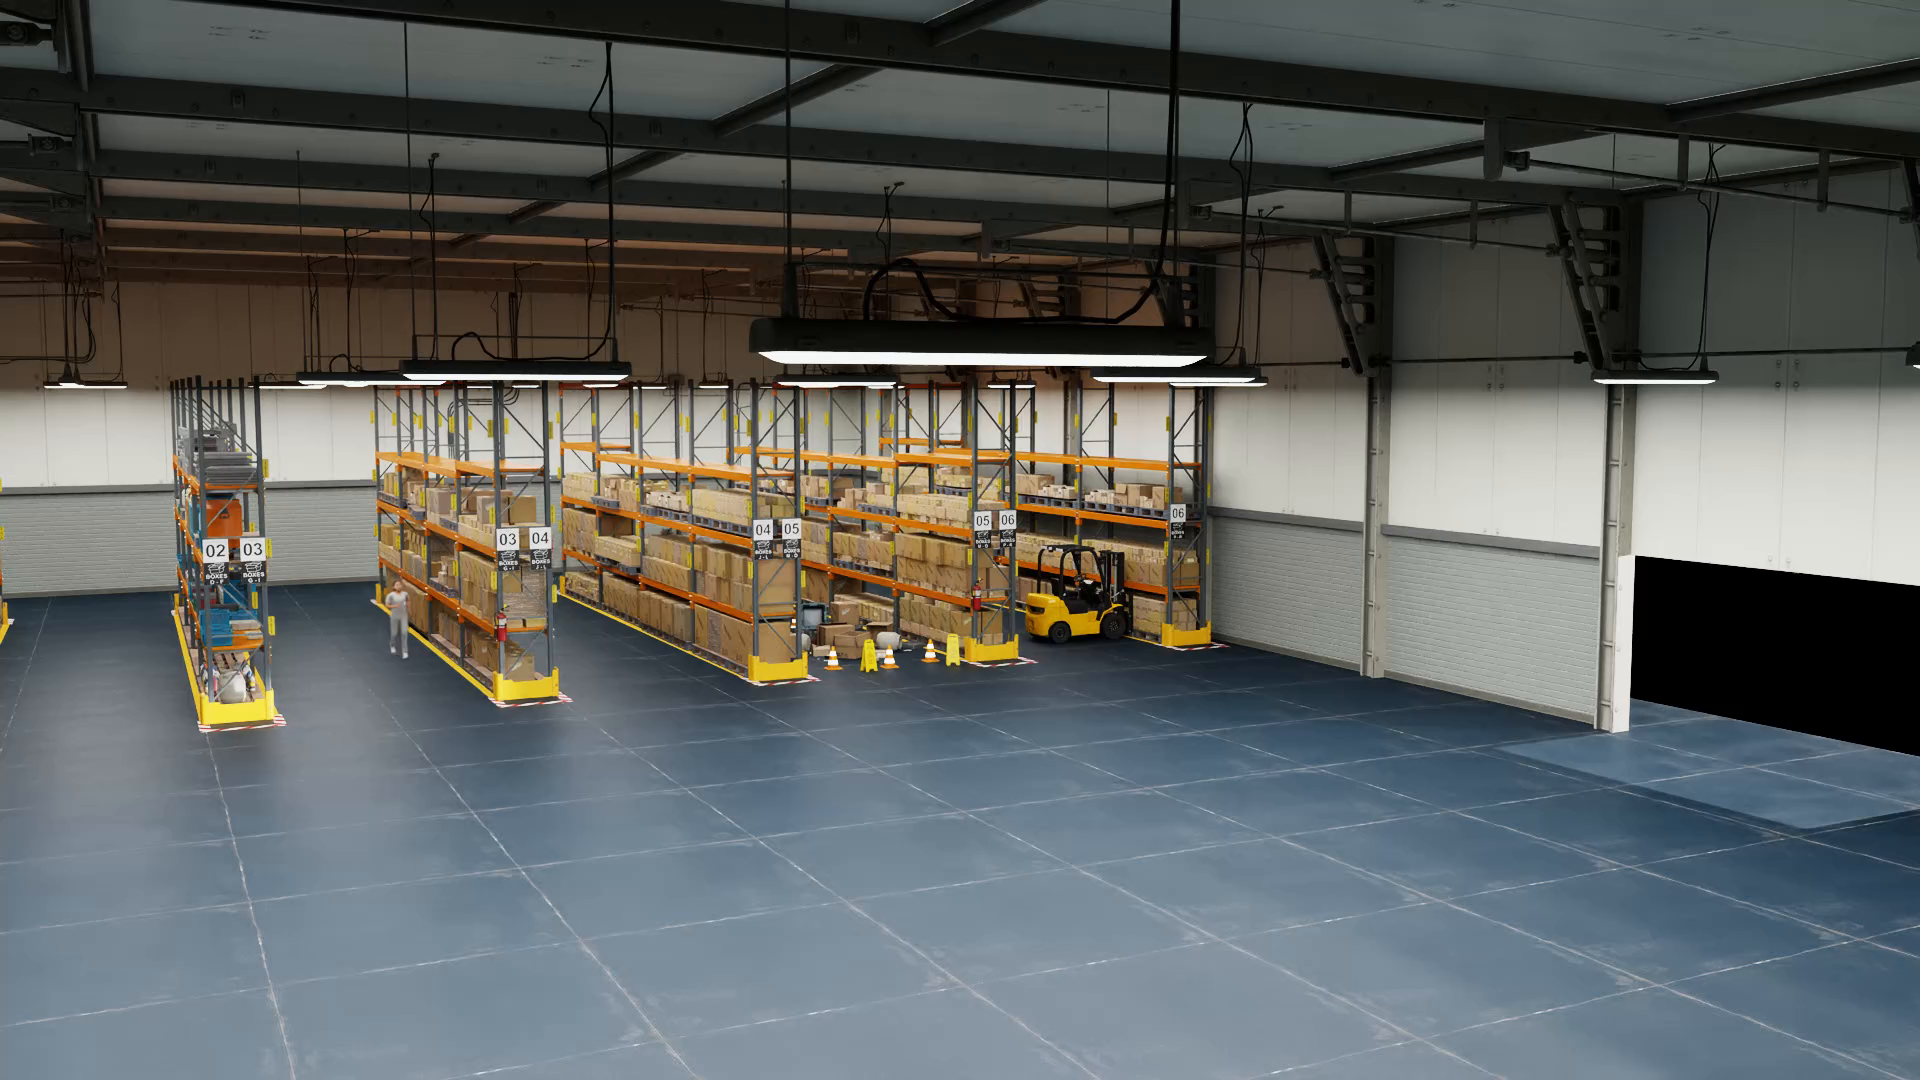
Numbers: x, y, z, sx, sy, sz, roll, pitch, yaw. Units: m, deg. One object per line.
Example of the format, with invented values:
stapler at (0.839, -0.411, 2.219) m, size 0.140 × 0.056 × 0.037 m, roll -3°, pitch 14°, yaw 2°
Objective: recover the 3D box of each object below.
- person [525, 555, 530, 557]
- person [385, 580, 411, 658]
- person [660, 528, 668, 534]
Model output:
person at (-12.240, 0.718, 46.904) m, size 0.675 × 1.662 × 0.600 m, roll 1°, pitch 5°, yaw 6°
person at (-12.102, 1.678, 35.869) m, size 0.565 × 1.652 × 0.970 m, roll -3°, pitch 6°, yaw -30°
person at (-8.780, 0.466, 49.977) m, size 0.929 × 1.679 × 0.615 m, roll -3°, pitch 6°, yaw -27°
